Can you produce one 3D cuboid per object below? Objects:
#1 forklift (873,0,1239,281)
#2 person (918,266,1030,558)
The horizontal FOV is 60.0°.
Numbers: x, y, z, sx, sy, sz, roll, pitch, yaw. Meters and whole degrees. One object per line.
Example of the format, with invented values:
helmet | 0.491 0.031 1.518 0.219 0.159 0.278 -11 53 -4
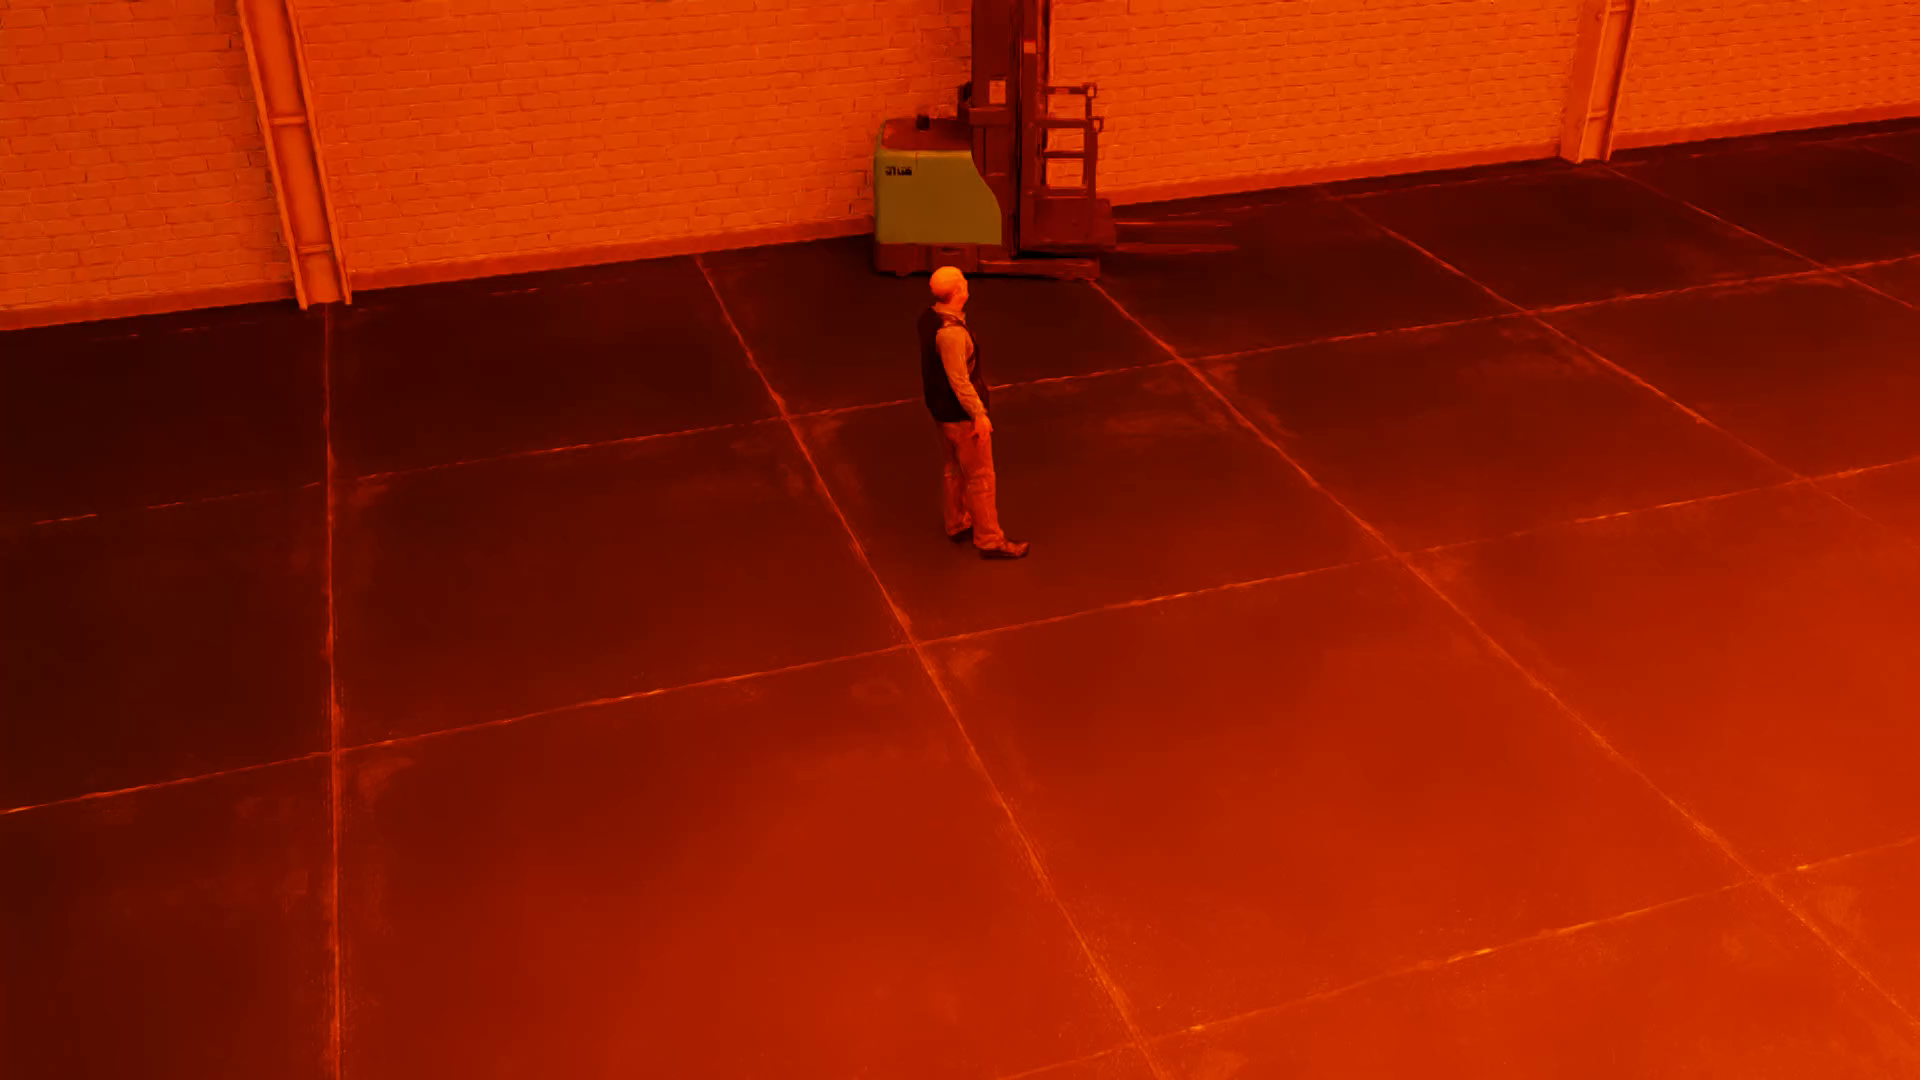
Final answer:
forklift | 0.809 -3.677 13.478 3.031 2.935 1.130 1 30 1
person | 0.062 -0.758 9.604 0.567 1.720 0.632 -10 31 -16
